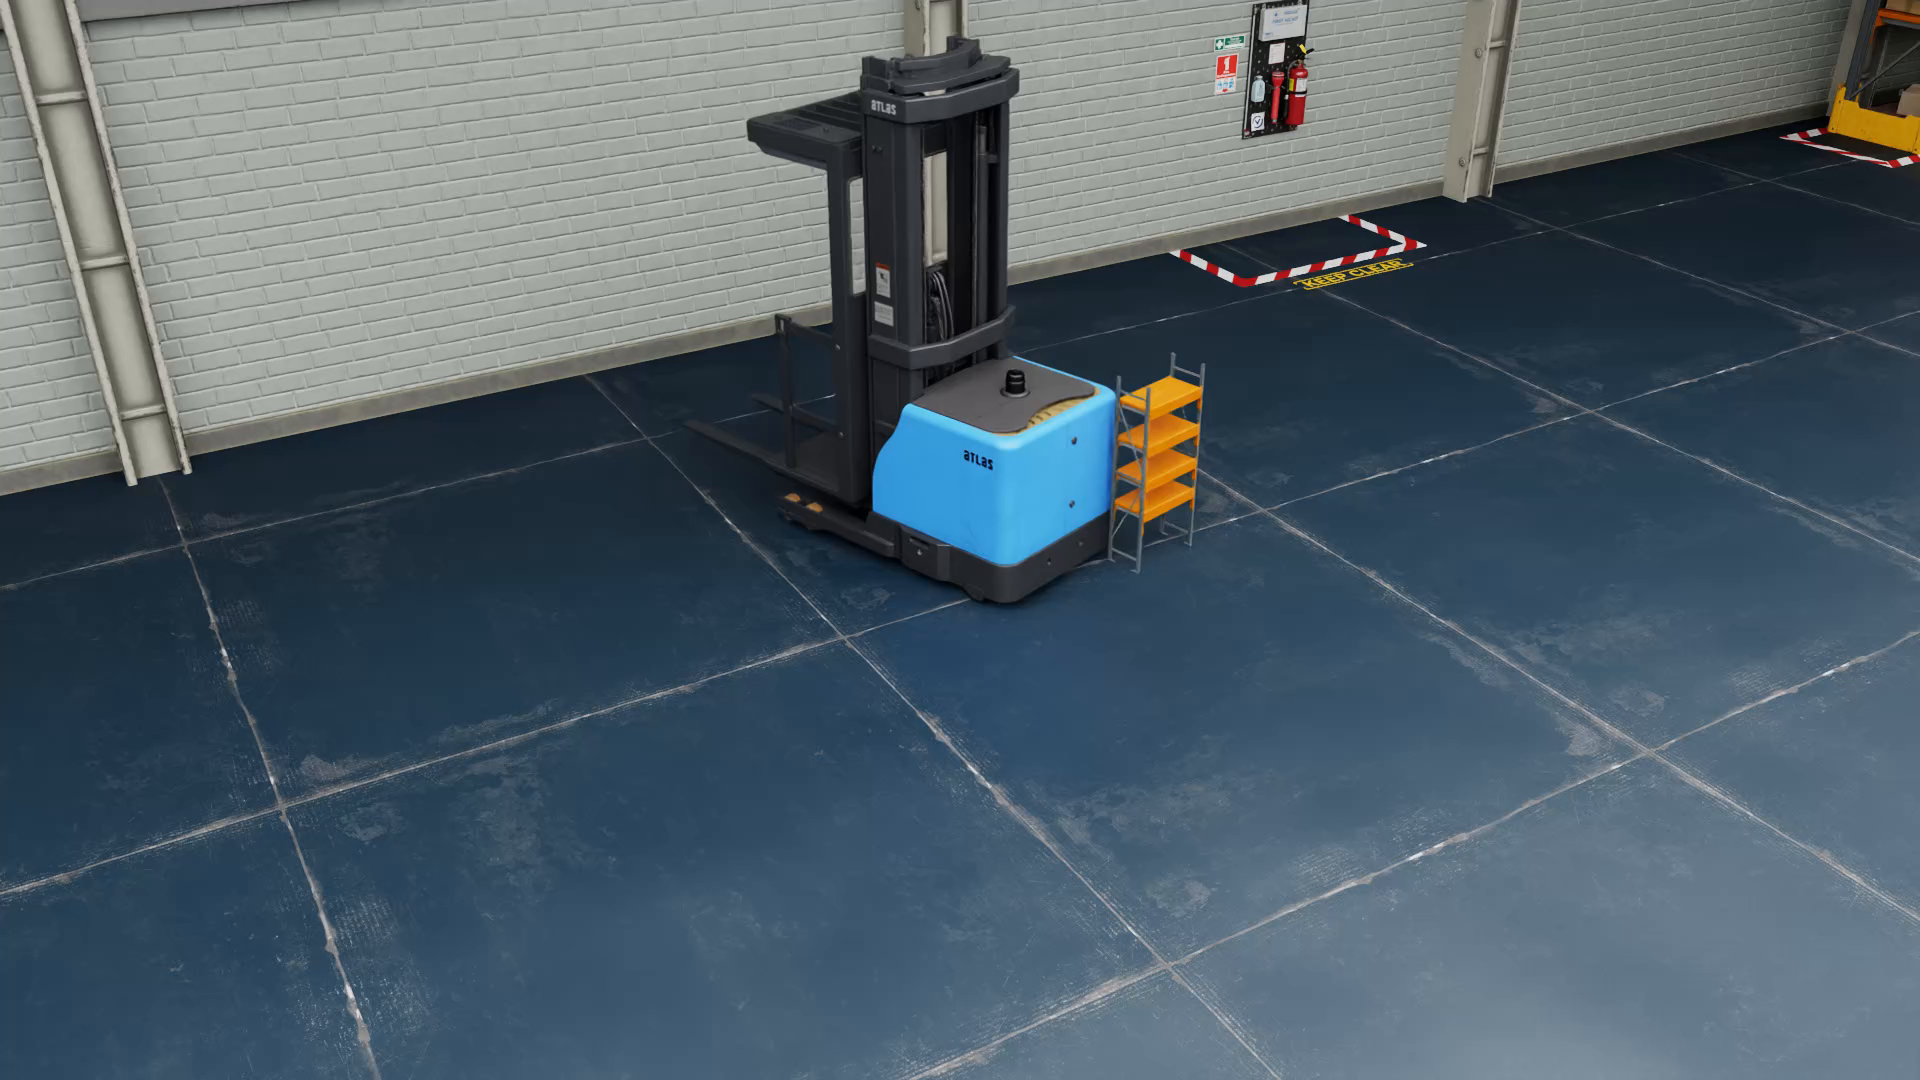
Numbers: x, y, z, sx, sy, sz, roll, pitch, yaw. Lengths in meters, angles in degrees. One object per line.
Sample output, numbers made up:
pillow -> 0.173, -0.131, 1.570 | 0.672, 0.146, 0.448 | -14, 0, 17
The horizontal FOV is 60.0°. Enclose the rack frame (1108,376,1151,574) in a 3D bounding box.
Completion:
rack frame -> 0.981, -0.365, 9.670 | 0.015, 1.200, 0.240 | -26, 38, -38

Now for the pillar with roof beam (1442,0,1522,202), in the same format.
pillar with roof beam -> 7.174, -5.549, 10.991 | 0.400, 9.000, 9.100 | -16, 33, -26

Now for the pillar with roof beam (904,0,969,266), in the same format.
pillar with roof beam -> 2.001, -4.080, 8.329 | 0.400, 9.000, 9.100 | -16, 33, -26

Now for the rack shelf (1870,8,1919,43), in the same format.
rack shelf -> 11.725, -5.827, 18.449 | 4.000, 0.370, 1.077 | -16, 33, -26

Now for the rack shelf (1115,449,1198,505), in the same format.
rack shelf -> 1.154, -0.389, 9.852 | 0.480, 0.148, 0.258 | -26, 38, -38

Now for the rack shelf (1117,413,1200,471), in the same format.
rack shelf -> 1.154, -0.585, 9.744 | 0.480, 0.148, 0.258 | -26, 38, -38

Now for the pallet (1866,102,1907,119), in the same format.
pallet -> 10.784, -4.634, 18.429 | 1.213, 0.211, 1.003 | -16, 33, -26

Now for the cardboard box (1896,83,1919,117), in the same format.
cardboard box -> 10.642, -4.800, 18.170 | 0.500, 0.311, 0.500 | -20, 35, -32

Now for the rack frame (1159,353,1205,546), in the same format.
rack frame -> 1.328, -0.531, 9.970 | 0.015, 1.200, 0.240 | -26, 38, -38

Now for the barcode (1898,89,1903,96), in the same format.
barcode -> 10.455, -4.975, 18.478 | 0.075, 0.075, 0.001 | -16, 33, -26

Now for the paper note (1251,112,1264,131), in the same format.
paper note -> 2.655, -3.726, 14.809 | 0.142, 0.148, 0.016 | -16, 33, -26

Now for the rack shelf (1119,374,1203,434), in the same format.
rack shelf -> 1.154, -0.792, 9.630 | 0.480, 0.148, 0.258 | -26, 38, -38

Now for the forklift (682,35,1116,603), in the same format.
forklift -> -0.520, -1.514, 9.960 | 3.031, 2.935, 1.130 | 23, 36, 35

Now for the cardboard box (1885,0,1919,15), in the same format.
cardboard box -> 10.305, -5.791, 17.773 | 0.500, 0.250, 0.500 | -15, 32, -26

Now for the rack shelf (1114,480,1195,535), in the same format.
rack shelf -> 1.154, -0.215, 9.948 | 0.480, 0.148, 0.258 | -26, 38, -38

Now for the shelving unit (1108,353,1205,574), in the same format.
shelving unit -> 1.154, -0.448, 9.820 | 0.503, 1.200, 0.258 | -26, 38, -38

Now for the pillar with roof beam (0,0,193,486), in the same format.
pillar with roof beam -> -3.172, -2.611, 5.668 | 0.400, 9.000, 9.100 | -16, 33, -26

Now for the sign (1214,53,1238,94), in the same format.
sign -> 2.314, -4.050, 14.447 | 0.234, 0.329, 0.001 | -16, 33, -26

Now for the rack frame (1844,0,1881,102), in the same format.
rack frame -> 10.000, -5.652, 17.388 | 0.127, 3.000, 1.000 | -16, 33, -26

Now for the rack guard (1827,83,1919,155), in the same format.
rack guard -> 10.066, -4.577, 18.025 | 0.348, 0.500, 1.175 | -16, 33, -26

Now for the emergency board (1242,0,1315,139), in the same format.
emergency board -> 2.843, -4.126, 14.623 | 0.643, 1.169, 0.194 | -16, 33, -26

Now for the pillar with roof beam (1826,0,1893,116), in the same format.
pillar with roof beam -> 12.347, -7.017, 13.652 | 0.400, 9.000, 9.100 | -16, 33, -26
